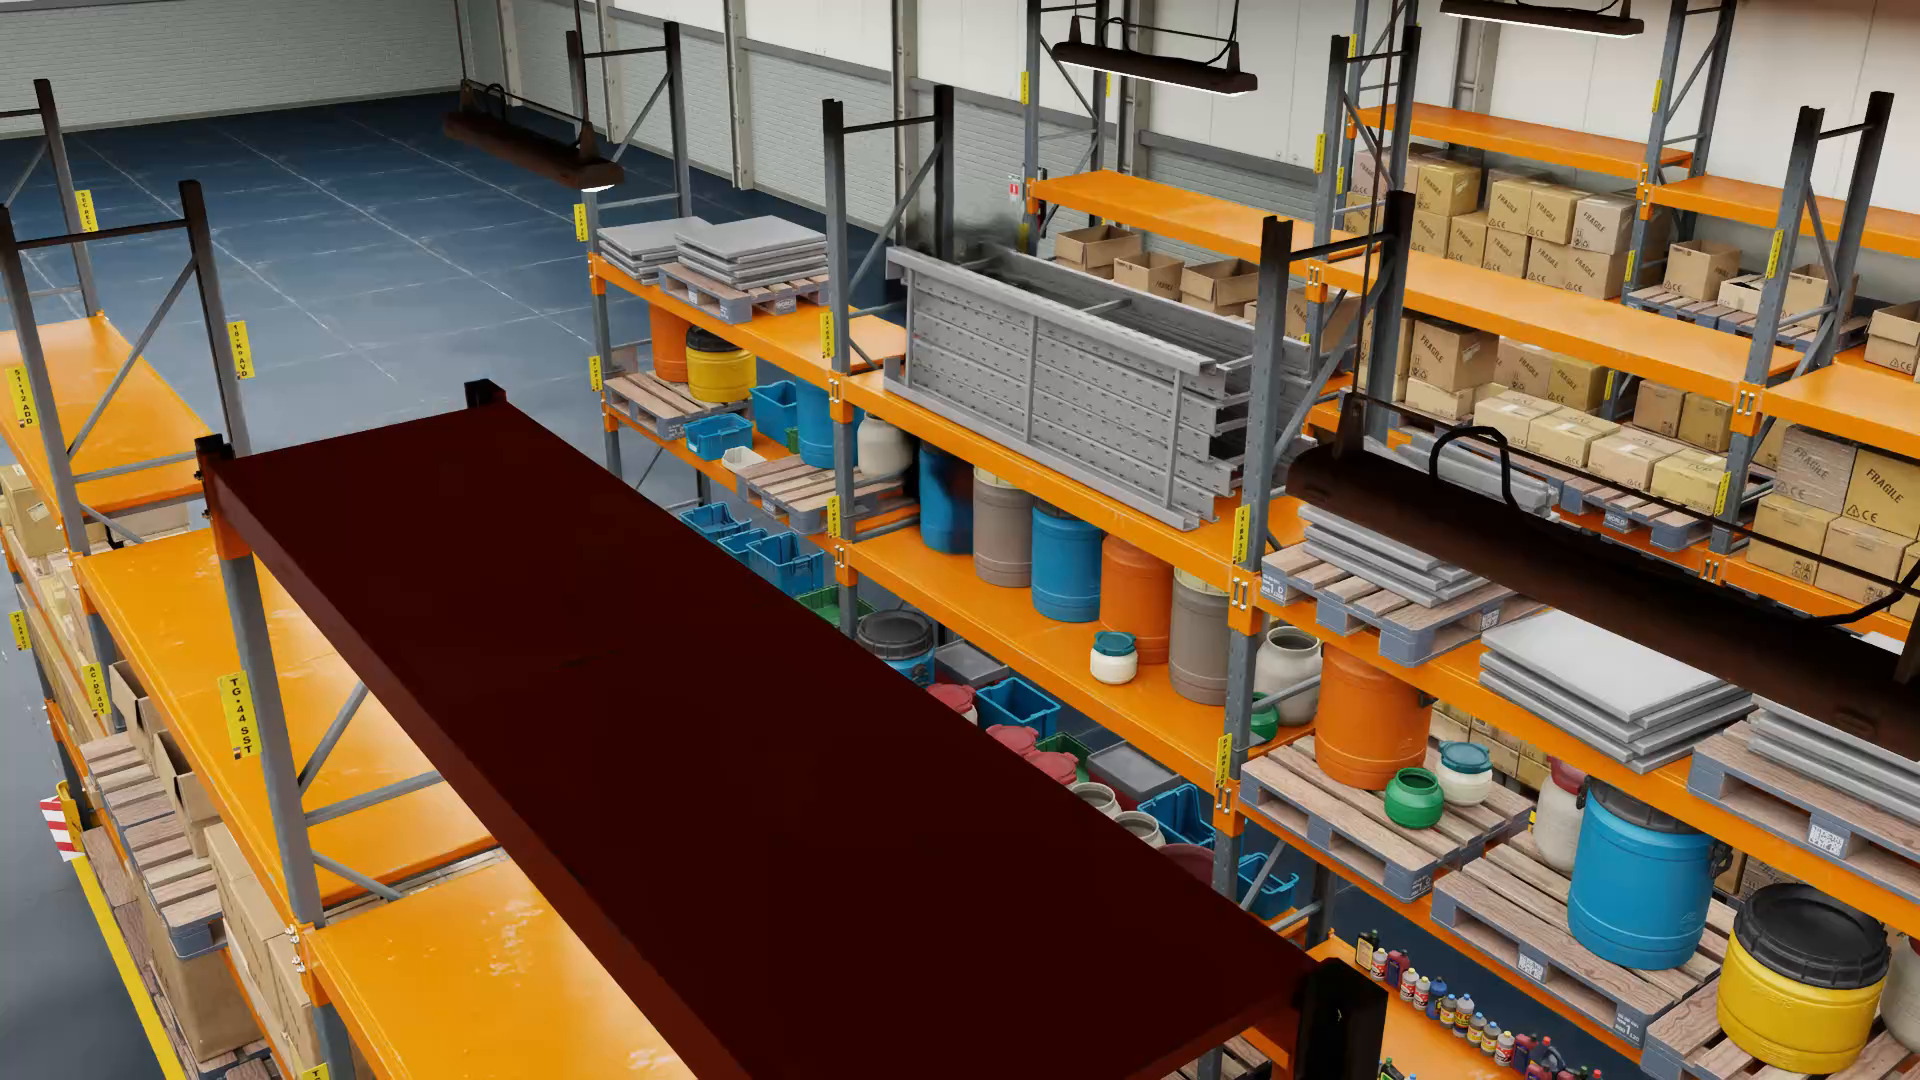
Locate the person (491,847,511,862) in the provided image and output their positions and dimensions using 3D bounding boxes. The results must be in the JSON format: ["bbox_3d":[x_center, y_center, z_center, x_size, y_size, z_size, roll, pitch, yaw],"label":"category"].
[{"bbox_3d":[-3.226,2.336,11.256,0.584,1.772,0.731,-18,30,-34],"label":"person"}]
